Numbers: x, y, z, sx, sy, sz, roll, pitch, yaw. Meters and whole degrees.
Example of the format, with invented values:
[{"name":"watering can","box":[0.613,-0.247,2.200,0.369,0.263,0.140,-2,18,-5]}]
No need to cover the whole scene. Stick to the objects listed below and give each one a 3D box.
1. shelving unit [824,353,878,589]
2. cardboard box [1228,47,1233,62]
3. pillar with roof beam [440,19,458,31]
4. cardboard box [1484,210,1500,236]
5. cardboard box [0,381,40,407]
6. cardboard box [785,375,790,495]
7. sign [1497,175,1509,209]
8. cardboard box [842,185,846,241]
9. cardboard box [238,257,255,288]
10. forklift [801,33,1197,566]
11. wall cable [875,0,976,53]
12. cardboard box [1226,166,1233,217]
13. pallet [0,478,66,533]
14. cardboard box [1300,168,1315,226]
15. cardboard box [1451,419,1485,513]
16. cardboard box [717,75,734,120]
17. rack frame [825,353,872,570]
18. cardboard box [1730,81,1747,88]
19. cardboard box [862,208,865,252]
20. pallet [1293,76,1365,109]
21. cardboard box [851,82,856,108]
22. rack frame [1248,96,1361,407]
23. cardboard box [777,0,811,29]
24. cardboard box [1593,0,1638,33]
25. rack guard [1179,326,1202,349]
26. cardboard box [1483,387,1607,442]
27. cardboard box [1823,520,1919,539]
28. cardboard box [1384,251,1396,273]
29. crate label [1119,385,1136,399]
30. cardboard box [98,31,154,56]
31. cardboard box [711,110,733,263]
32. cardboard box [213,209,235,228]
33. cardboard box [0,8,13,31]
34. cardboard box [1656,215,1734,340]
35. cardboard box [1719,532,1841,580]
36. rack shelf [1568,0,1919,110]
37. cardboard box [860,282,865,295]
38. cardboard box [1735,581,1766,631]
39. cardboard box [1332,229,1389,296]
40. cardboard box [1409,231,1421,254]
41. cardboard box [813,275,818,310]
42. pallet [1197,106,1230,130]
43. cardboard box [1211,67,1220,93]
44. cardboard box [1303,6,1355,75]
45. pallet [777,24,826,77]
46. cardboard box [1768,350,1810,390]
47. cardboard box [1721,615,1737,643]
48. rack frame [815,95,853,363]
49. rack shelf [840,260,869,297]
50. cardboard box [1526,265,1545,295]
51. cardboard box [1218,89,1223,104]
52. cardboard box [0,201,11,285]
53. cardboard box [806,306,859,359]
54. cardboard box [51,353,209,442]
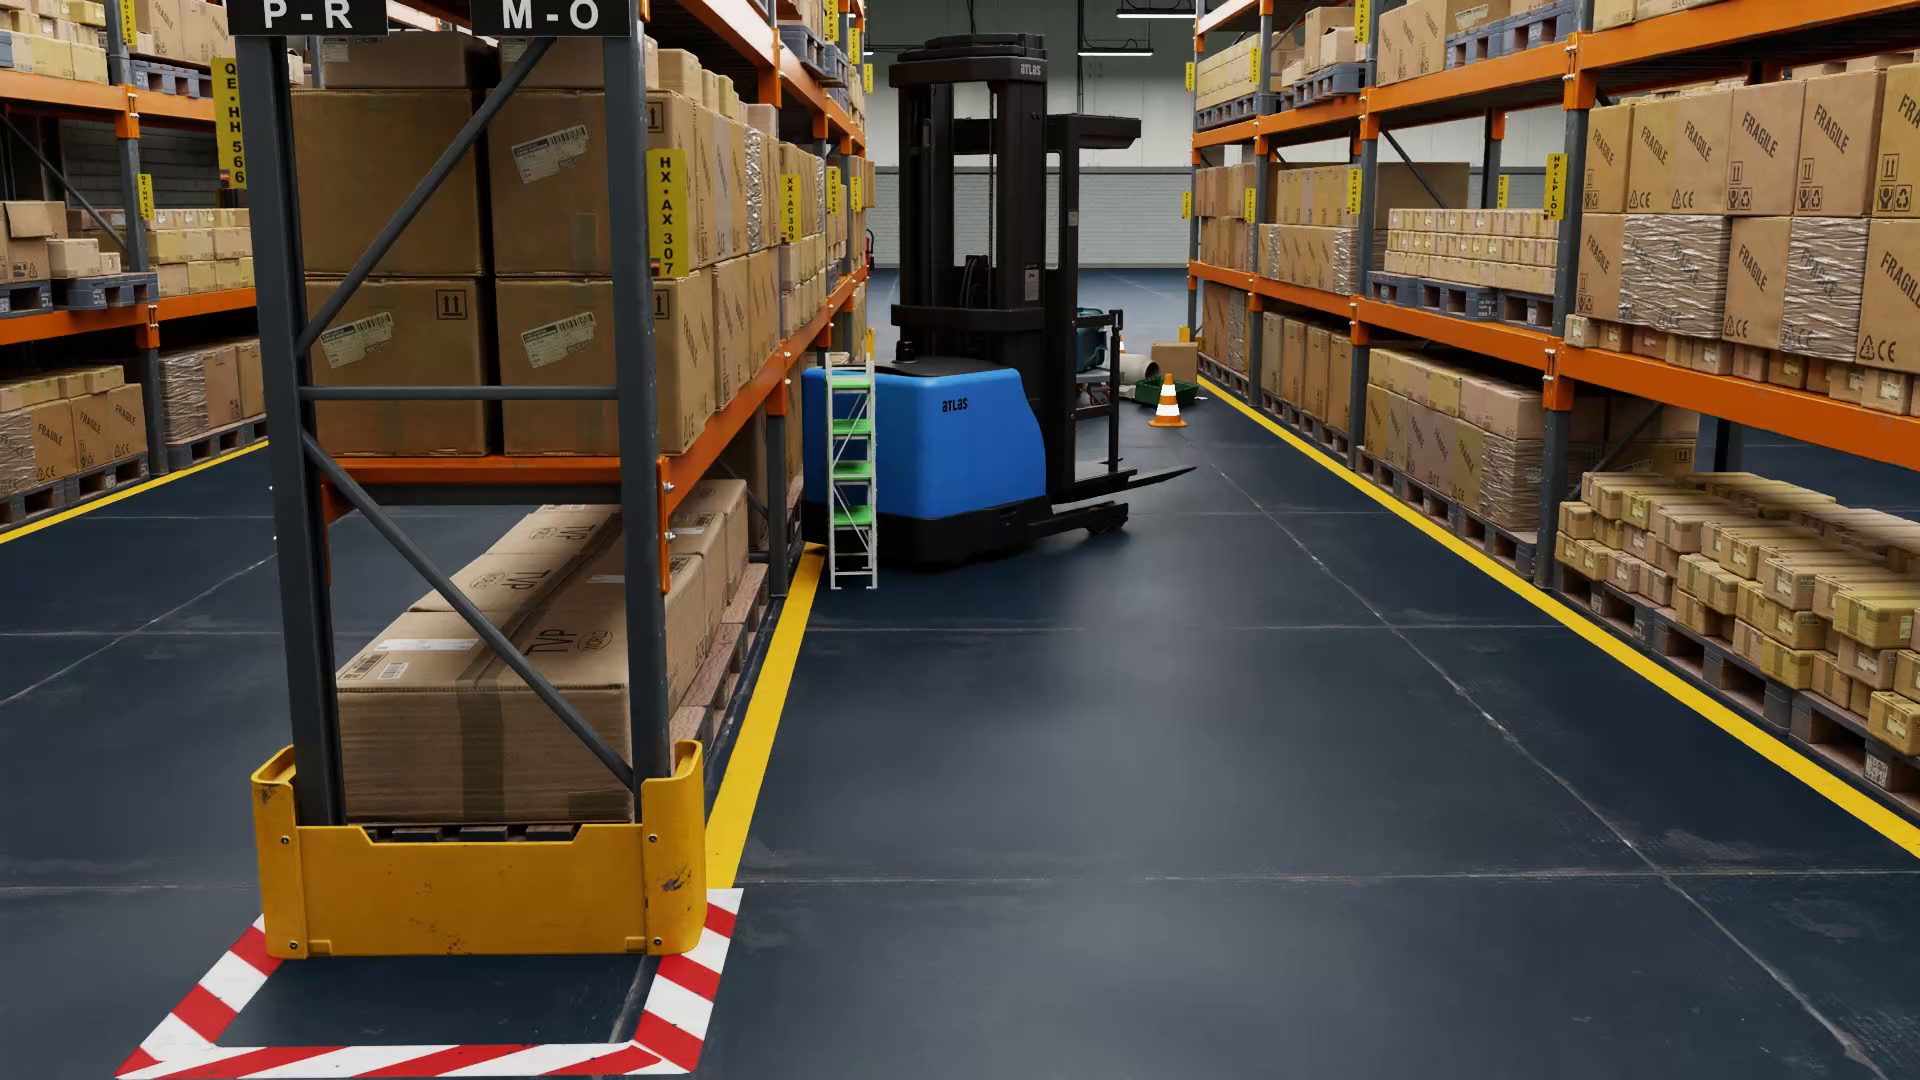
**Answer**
[{"name":"shelving unit","box":[-0.586,-0.379,8.911,0.258,1.200,0.503,-1,12,-6]},{"name":"cardboard box","box":[3.037,-5.121,17.531,0.380,0.149,0.250,0,11,-2]},{"name":"pillar with roof beam","box":[-3.310,-7.548,24.632,9.100,9.000,0.400,0,11,-1]},{"name":"cardboard box","box":[3.334,-1.875,9.837,0.380,0.149,0.250,-1,11,-3]},{"name":"cardboard box","box":[-6.211,-0.942,10.758,0.380,0.149,0.250,0,11,-2]},{"name":"cardboard box","box":[-1.512,-0.643,9.969,0.875,0.875,0.875,0,11,0]},{"name":"sign","box":[4.014,-2.544,12.341,0.100,0.325,0.005,0,11,-1]},{"name":"cardboard box","box":[-1.308,-2.977,15.133,0.500,0.500,0.500,0,11,-1]},{"name":"cardboard box","box":[-6.235,-2.271,14.085,0.500,0.250,0.500,0,11,1]},{"name":"forklift","box":[0.404,-1.533,10.242,1.130,2.935,3.031,9,15,39]},{"name":"wall cable","box":[-1.050,-16.099,50.446,3.097,2.526,0.112,0,11,-1]},{"name":"cardboard box","box":[3.395,-3.805,18.175,0.875,0.550,0.500,0,11,-1]},{"name":"pallet","box":[-6.438,-0.192,10.477,1.003,0.211,1.213,0,11,-1]},{"name":"cardboard box","box":[3.428,-3.044,14.752,0.700,0.500,0.500,0,11,-1]},{"name":"cardboard box","box":[3.277,-0.445,9.938,0.500,0.500,0.500,-1,11,-2]},{"name":"cardboard box","box":[-1.031,-1.617,6.090,0.380,0.149,0.250,-1,11,-3]},{"name":"rack frame","box":[-0.610,-0.428,9.149,0.240,1.200,0.015,-1,12,-6]},{"name":"cardboard box","box":[8.048,-4.565,16.846,0.380,0.149,0.250,-1,11,-4]},{"name":"cardboard box","box":[-1.348,-3.549,19.011,0.500,0.500,0.500,0,11,-1]},{"name":"pallet","box":[3.379,-3.739,13.874,1.003,0.211,1.213,0,11,1]},{"name":"cardboard box","box":[-1.313,-4.499,16.777,0.500,0.250,0.500,0,11,-2]},{"name":"rack frame","box":[3.389,-2.806,16.347,1.000,3.000,0.127,0,11,-1]},{"name":"cardboard box","box":[-1.081,-3.150,9.780,0.396,0.266,0.258,1,11,4]},{"name":"cardboard box","box":[3.300,-2.519,7.766,0.500,0.250,0.500,0,11,2]},{"name":"rack guard","box":[3.306,-2.381,20.538,1.175,0.500,0.348,0,11,-1]},{"name":"cardboard box","box":[3.286,-0.711,9.365,0.500,0.250,0.500,-1,11,-3]},{"name":"cardboard box","box":[3.922,0.012,7.071,0.380,0.149,0.250,-1,11,-3]},{"name":"cardboard box","box":[3.279,-2.004,11.968,0.380,0.149,0.250,0,11,-2]},{"name":"crate label","box":[1.773,-1.530,17.254,0.298,0.136,0.250,-10,15,-40]},{"name":"cardboard box","box":[-6.142,-3.630,12.145,0.380,0.166,0.250,0,11,-1]},{"name":"cardboard box","box":[-1.071,-1.221,5.767,0.500,0.500,0.500,0,11,-2]},{"name":"cardboard box","box":[-6.187,-2.638,13.633,0.380,0.149,0.250,0,11,0]},{"name":"cardboard box","box":[-6.220,-3.269,10.458,0.380,0.149,0.250,0,11,-1]},{"name":"cardboard box","box":[3.304,-1.113,7.000,0.500,0.500,0.500,0,11,-2]},{"name":"cardboard box","box":[3.361,0.064,6.818,0.380,0.149,0.250,0,11,-1]},{"name":"rack shelf","box":[3.595,-1.936,6.322,1.077,0.370,4.000,0,11,-1]},{"name":"cardboard box","box":[-1.289,-2.874,19.022,0.380,0.149,0.250,0,11,0]},{"name":"cardboard box","box":[3.318,0.264,6.580,0.380,0.149,0.250,0,11,2]},{"name":"cardboard box","box":[3.194,-2.149,12.854,0.500,0.500,0.500,0,11,-1]},{"name":"cardboard box","box":[3.297,-2.036,11.377,0.380,0.149,0.250,-1,11,-3]},{"name":"cardboard box","box":[-1.185,-1.596,10.759,0.500,0.250,0.500,0,11,-2]},{"name":"pallet","box":[3.332,-4.881,19.250,1.003,0.211,1.213,0,11,-1]},{"name":"cardboard box","box":[3.082,-5.100,18.432,0.500,0.250,0.500,0,11,-2]},{"name":"cardboard box","box":[3.156,-4.129,13.765,0.500,0.500,0.500,0,11,-1]},{"name":"pallet","box":[-1.383,-2.998,10.224,1.003,0.211,1.213,0,11,1]},{"name":"cardboard box","box":[3.387,-0.670,6.451,0.380,0.149,0.250,0,11,0]},{"name":"cardboard box","box":[3.390,0.359,6.861,0.380,0.149,0.250,0,11,0]},{"name":"rack frame","box":[-1.558,-2.766,16.148,1.000,3.000,0.127,0,11,-1]},{"name":"rack shelf","box":[-1.599,-2.811,18.179,1.077,0.370,4.000,0,11,-1]},{"name":"cardboard box","box":[3.342,-1.428,9.131,0.380,0.149,0.250,0,11,-1]},{"name":"cardboard box","box":[3.025,-4.832,18.113,0.380,0.149,0.250,0,11,-1]},{"name":"cardboard box","box":[-6.169,-1.765,9.908,0.700,0.500,0.500,0,11,-1]},{"name":"cardboard box","box":[-1.300,-2.110,16.888,0.500,0.500,0.500,0,11,2]},{"name":"cardboard box","box":[-6.437,-1.116,12.930,0.875,0.625,0.625,0,11,1]}]
